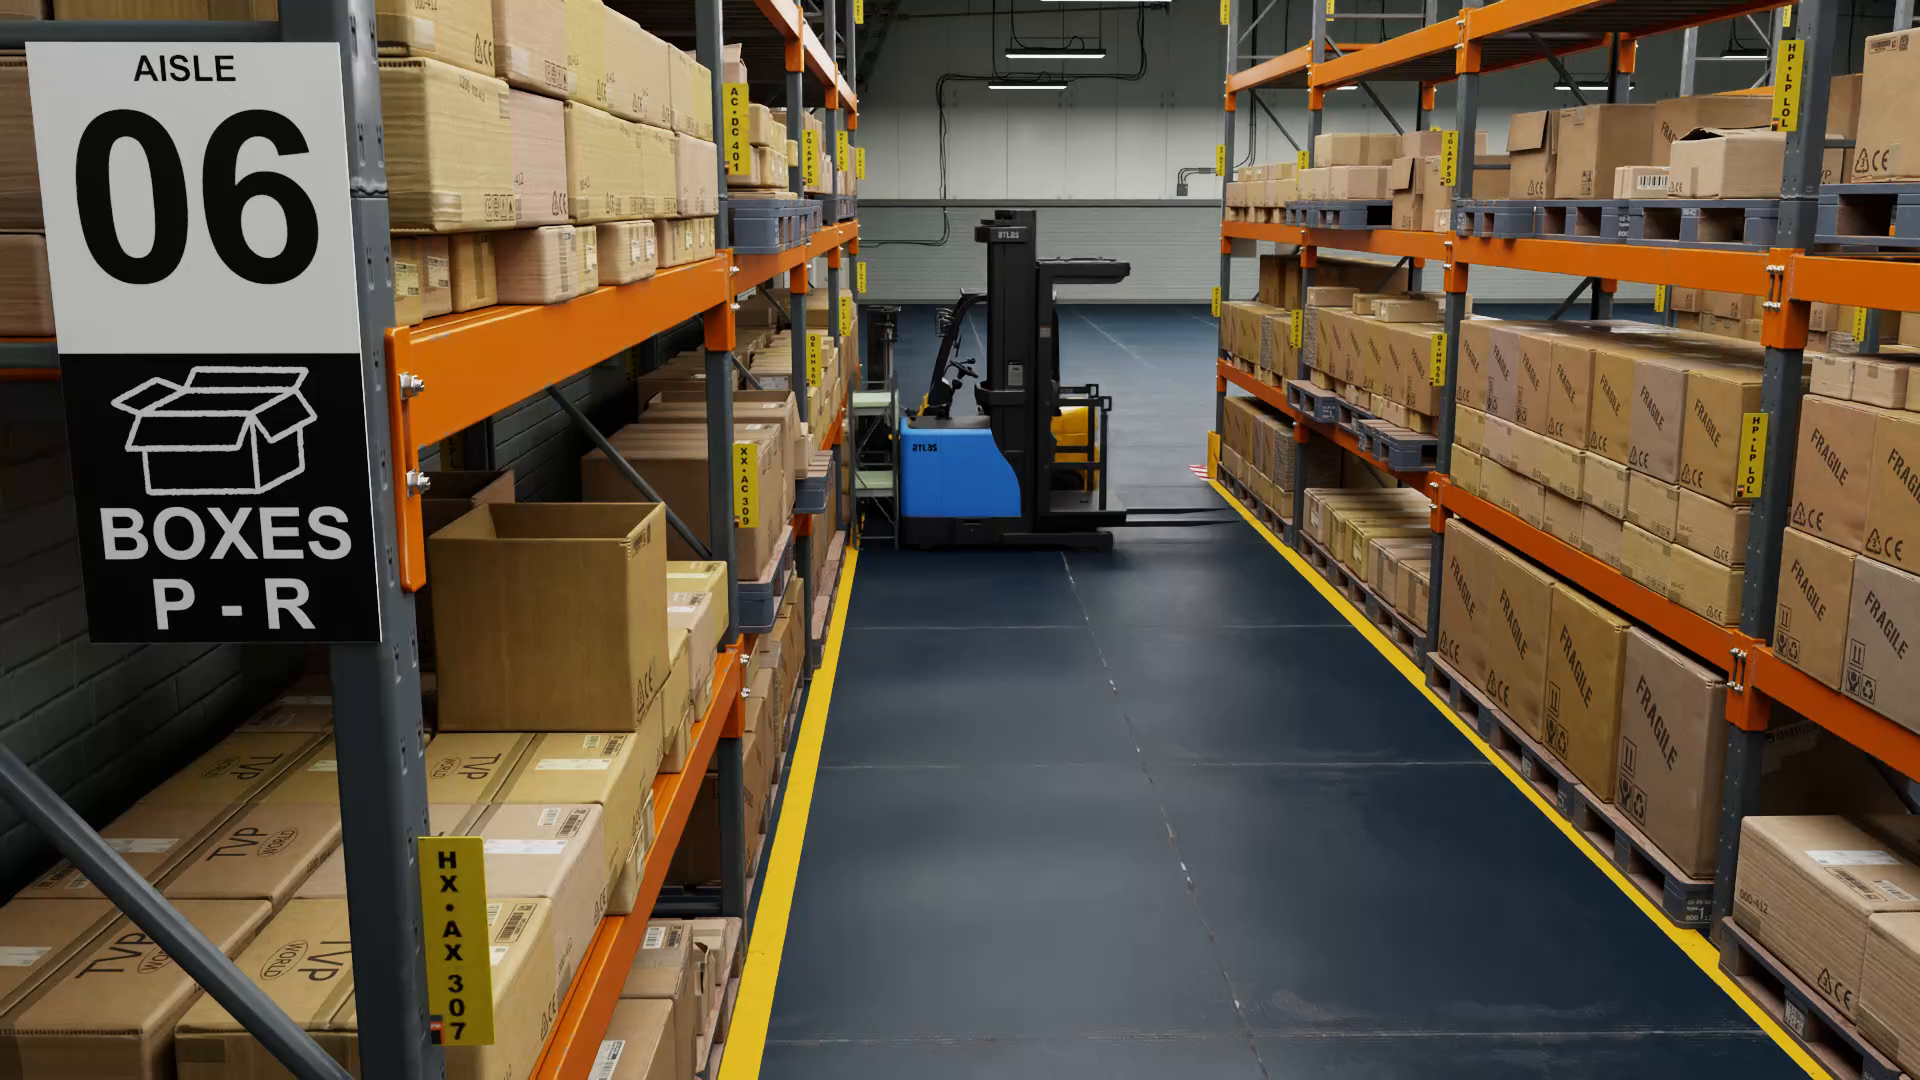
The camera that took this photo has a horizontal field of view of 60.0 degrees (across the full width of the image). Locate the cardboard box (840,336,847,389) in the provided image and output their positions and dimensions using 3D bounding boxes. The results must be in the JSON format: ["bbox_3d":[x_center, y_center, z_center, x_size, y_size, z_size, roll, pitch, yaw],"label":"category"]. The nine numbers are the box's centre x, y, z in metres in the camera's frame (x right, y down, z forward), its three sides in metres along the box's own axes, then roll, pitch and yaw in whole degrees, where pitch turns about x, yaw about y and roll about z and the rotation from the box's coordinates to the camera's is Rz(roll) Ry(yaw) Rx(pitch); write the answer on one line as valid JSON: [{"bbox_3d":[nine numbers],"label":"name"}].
[{"bbox_3d":[-1.306,-1.612,15.207,0.500,0.500,0.500,0,11,0],"label":"cardboard box"}]

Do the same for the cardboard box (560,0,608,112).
[{"bbox_3d":[-1.056,-1.062,3.577,0.500,0.250,0.500,0,11,-2],"label":"cardboard box"}]

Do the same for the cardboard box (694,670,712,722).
[{"bbox_3d":[-1.049,0.509,5.637,0.380,0.149,0.250,0,11,0],"label":"cardboard box"}]

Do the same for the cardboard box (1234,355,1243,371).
[{"bbox_3d":[3.053,-1.841,17.220,0.380,0.149,0.250,0,11,0],"label":"cardboard box"}]

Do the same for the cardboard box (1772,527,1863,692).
[{"bbox_3d":[3.345,0.245,6.058,0.500,0.500,0.500,0,11,1],"label":"cardboard box"}]

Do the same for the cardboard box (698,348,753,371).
[{"bbox_3d":[-1.708,-1.311,12.092,0.380,0.149,0.250,0,11,0],"label":"cardboard box"}]

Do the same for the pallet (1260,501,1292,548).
[{"bbox_3d":[3.383,-0.158,15.306,1.003,0.211,1.213,0,11,-1],"label":"pallet"}]

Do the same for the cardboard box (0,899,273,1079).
[{"bbox_3d":[-1.557,0.853,2.940,0.500,0.250,0.500,0,11,1],"label":"cardboard box"}]

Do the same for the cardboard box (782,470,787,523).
[{"bbox_3d":[-1.010,-0.197,7.769,0.396,0.266,0.258,0,11,2],"label":"cardboard box"}]

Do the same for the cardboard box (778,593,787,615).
[{"bbox_3d":[-1.186,0.330,9.486,0.380,0.149,0.250,-1,11,-3],"label":"cardboard box"}]

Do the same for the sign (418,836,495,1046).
[{"bbox_3d":[-0.740,0.589,2.434,0.100,0.325,0.005,0,11,-1],"label":"sign"}]

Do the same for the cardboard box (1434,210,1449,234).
[{"bbox_3d":[3.285,-2.054,10.727,0.380,0.149,0.250,0,11,-1],"label":"cardboard box"}]

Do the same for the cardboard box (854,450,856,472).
[{"bbox_3d":[-1.243,-0.771,15.916,0.500,0.250,0.500,0,11,-2],"label":"cardboard box"}]

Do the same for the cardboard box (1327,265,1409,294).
[{"bbox_3d":[3.640,-2.164,14.668,0.700,0.500,0.500,0,11,-2],"label":"cardboard box"}]

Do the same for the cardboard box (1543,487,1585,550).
[{"bbox_3d":[3.320,-0.120,8.482,0.500,0.250,0.500,0,11,-1],"label":"cardboard box"}]

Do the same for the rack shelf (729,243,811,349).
[{"bbox_3d":[-1.406,-1.295,8.161,1.077,0.370,4.000,0,11,-1],"label":"rack shelf"}]

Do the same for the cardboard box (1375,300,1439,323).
[{"bbox_3d":[3.199,-1.638,11.904,0.380,0.149,0.250,-1,11,-4],"label":"cardboard box"}]

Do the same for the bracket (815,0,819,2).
[{"bbox_3d":[-2.331,-8.519,25.366,0.076,0.066,4.783,0,11,-1],"label":"bracket"}]

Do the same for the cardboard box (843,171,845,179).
[{"bbox_3d":[-1.257,-3.325,15.391,0.396,0.266,0.258,-1,11,-2],"label":"cardboard box"}]

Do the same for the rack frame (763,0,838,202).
[{"bbox_3d":[-1.530,-4.310,13.671,1.000,3.000,0.127,0,11,-1],"label":"rack frame"}]

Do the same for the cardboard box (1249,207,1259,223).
[{"bbox_3d":[3.062,-3.209,16.420,0.380,0.149,0.250,0,11,-1],"label":"cardboard box"}]

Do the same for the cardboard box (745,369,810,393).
[{"bbox_3d":[-1.160,-1.006,10.592,0.380,0.149,0.250,0,11,1],"label":"cardboard box"}]

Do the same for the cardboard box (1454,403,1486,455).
[{"bbox_3d":[3.278,-0.666,9.916,0.500,0.250,0.500,0,11,-2],"label":"cardboard box"}]

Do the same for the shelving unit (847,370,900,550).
[{"bbox_3d":[-0.752,-0.728,14.836,0.431,1.500,0.755,-1,11,0],"label":"shelving unit"}]

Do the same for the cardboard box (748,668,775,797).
[{"bbox_3d":[-1.177,0.937,8.124,0.500,0.500,0.500,-1,11,-3],"label":"cardboard box"}]

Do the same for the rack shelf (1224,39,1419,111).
[{"bbox_3d":[3.391,-4.375,15.806,1.077,0.370,4.000,0,11,-1],"label":"rack shelf"}]

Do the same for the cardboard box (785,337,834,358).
[{"bbox_3d":[-1.187,-1.518,13.114,0.380,0.149,0.250,-1,11,-3],"label":"cardboard box"}]

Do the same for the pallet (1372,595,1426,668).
[{"bbox_3d":[3.500,0.615,11.495,1.003,0.211,1.213,0,11,-1],"label":"pallet"}]

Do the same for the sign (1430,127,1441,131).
[{"bbox_3d":[3.987,-3.310,13.997,0.100,0.325,0.005,0,11,-1],"label":"sign"}]

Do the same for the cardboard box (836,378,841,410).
[{"bbox_3d":[-1.258,-1.197,13.794,0.500,0.250,0.500,0,11,0],"label":"cardboard box"}]

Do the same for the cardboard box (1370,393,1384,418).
[{"bbox_3d":[3.128,-0.950,11.775,0.380,0.149,0.250,0,11,0],"label":"cardboard box"}]

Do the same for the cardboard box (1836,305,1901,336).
[{"bbox_3d":[8.406,-2.108,14.810,0.875,0.550,0.550,0,11,-1],"label":"cardboard box"}]

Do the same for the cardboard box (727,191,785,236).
[{"bbox_3d":[-1.173,-1.671,8.584,0.500,0.250,0.500,0,11,-1],"label":"cardboard box"}]

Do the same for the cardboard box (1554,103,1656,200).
[{"bbox_3d":[3.725,-2.125,9.136,0.700,0.500,0.500,-1,11,-4],"label":"cardboard box"}]

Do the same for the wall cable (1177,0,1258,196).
[{"bbox_3d":[7.633,-13.220,49.036,2.305,6.003,0.169,0,11,-1],"label":"wall cable"}]

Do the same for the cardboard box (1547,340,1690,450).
[{"bbox_3d":[3.303,-0.734,8.367,0.500,0.500,0.500,0,11,0],"label":"cardboard box"}]

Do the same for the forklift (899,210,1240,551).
[{"bbox_3d":[0.965,-1.443,14.798,3.031,2.935,1.130,0,11,-2],"label":"forklift"}]

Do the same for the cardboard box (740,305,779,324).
[{"bbox_3d":[-1.803,-1.995,14.717,0.380,0.149,0.250,-1,11,-3],"label":"cardboard box"}]

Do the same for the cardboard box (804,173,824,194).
[{"bbox_3d":[-1.188,-2.601,12.115,0.380,0.149,0.250,0,11,-2],"label":"cardboard box"}]

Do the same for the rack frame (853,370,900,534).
[{"bbox_3d":[-0.752,-0.799,15.195,0.400,1.500,0.023,-1,11,0],"label":"rack frame"}]

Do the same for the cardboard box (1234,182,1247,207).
[{"bbox_3d":[3.094,-3.527,16.986,0.500,0.250,0.500,0,11,-2],"label":"cardboard box"}]

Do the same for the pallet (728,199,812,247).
[{"bbox_3d":[-1.333,-1.494,7.806,1.213,0.211,1.003,0,11,-1],"label":"pallet"}]

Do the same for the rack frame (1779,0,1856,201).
[{"bbox_3d":[3.597,-2.741,5.936,1.000,3.000,0.127,0,11,-1],"label":"rack frame"}]

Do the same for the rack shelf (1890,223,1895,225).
[{"bbox_3d":[8.338,-2.947,16.304,1.077,0.370,4.000,0,11,-1],"label":"rack shelf"}]

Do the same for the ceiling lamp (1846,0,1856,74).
[{"bbox_3d":[23.494,-13.128,42.455,2.000,3.185,0.800,0,11,-1],"label":"ceiling lamp"}]

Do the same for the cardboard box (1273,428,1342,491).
[{"bbox_3d":[3.152,-0.733,15.103,0.500,0.500,0.500,0,11,-2],"label":"cardboard box"}]

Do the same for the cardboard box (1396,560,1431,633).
[{"bbox_3d":[3.513,0.374,11.225,0.950,0.372,0.625,-1,12,-5],"label":"cardboard box"}]

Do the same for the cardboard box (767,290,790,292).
[{"bbox_3d":[-1.828,-2.505,17.234,0.380,0.149,0.250,0,11,0],"label":"cardboard box"}]

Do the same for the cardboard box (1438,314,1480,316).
[{"bbox_3d":[3.687,-1.500,12.850,0.500,0.500,0.500,0,11,1],"label":"cardboard box"}]

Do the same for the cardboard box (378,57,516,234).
[{"bbox_3d":[-1.018,-0.616,2.637,0.500,0.250,0.500,0,11,-2],"label":"cardboard box"}]

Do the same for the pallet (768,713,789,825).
[{"bbox_3d":[-1.448,1.182,8.700,1.003,0.211,1.213,0,11,-1],"label":"pallet"}]

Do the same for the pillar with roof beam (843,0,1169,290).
[{"bbox_3d":[1.184,-10.944,46.371,9.100,9.000,0.548,0,11,-1],"label":"pillar with roof beam"}]

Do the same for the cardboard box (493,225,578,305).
[{"bbox_3d":[-0.979,-0.549,3.307,0.380,0.149,0.250,0,11,0],"label":"cardboard box"}]
